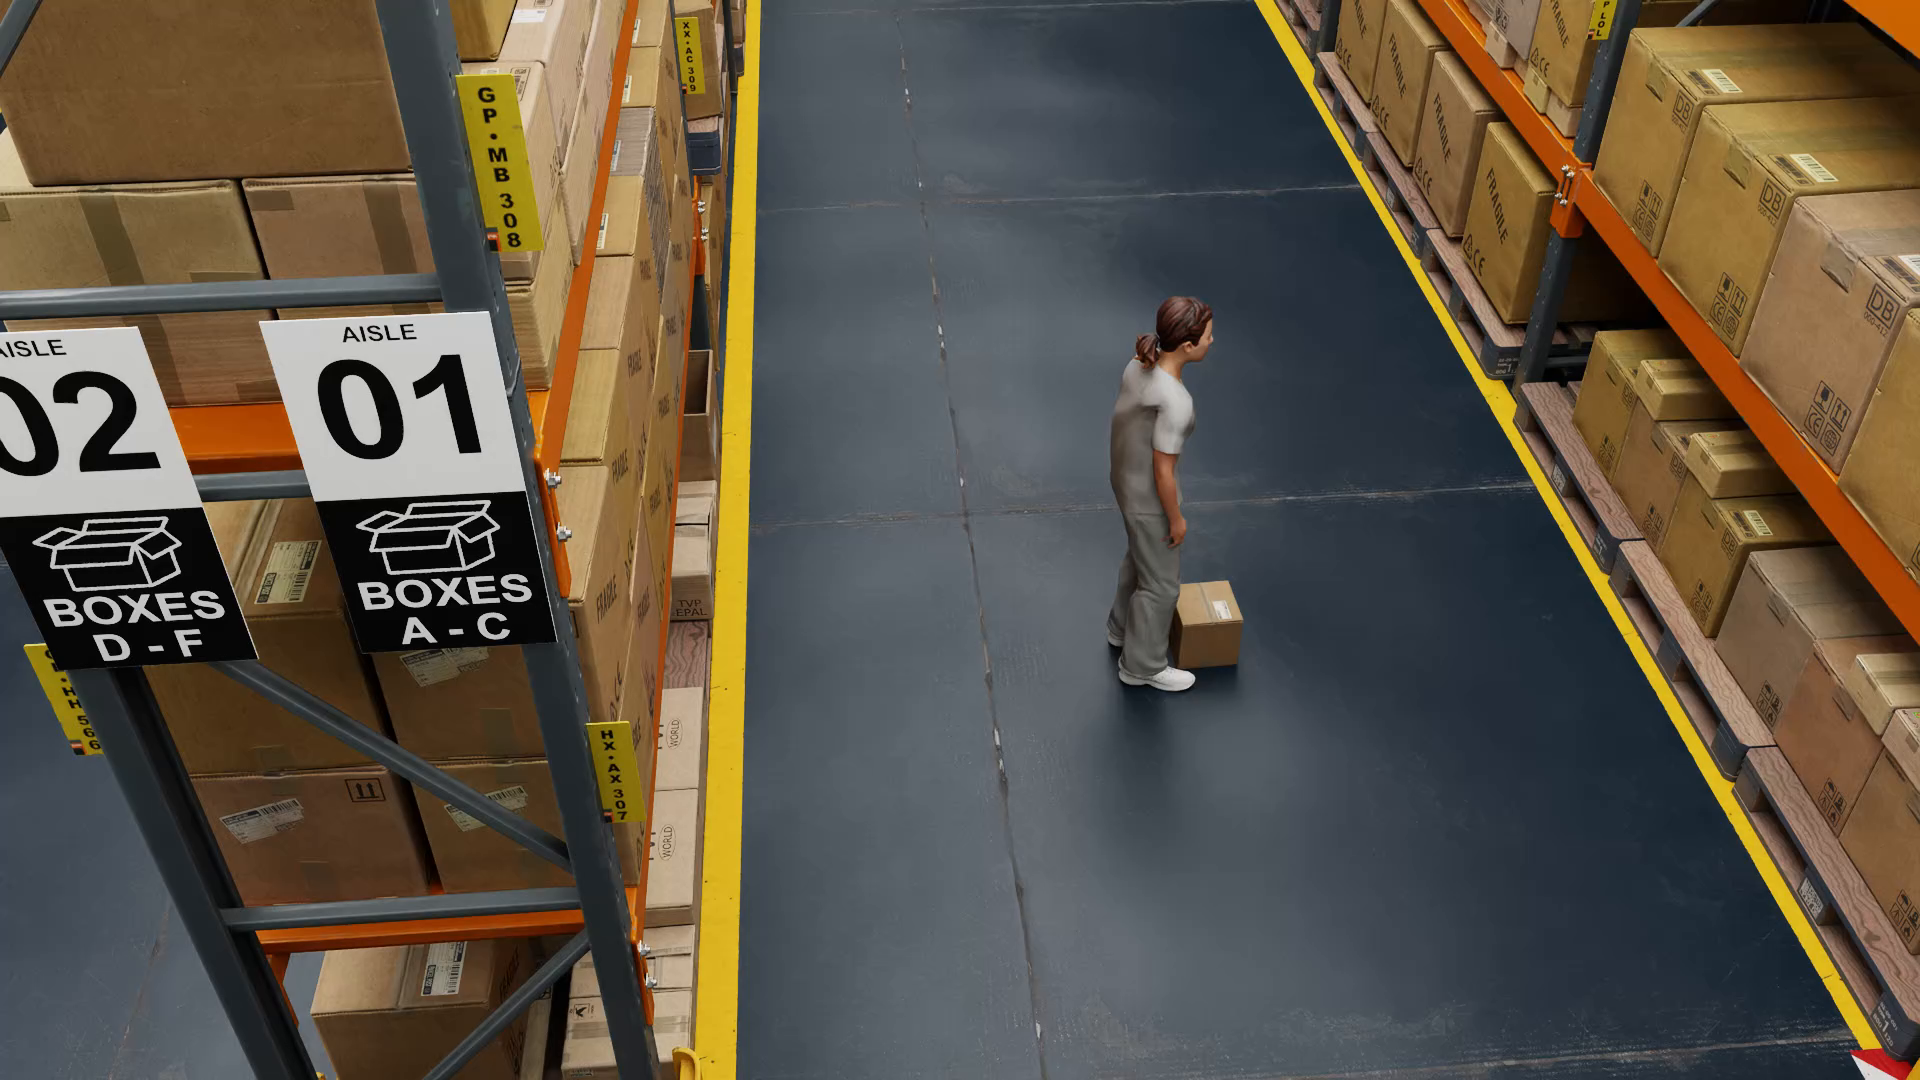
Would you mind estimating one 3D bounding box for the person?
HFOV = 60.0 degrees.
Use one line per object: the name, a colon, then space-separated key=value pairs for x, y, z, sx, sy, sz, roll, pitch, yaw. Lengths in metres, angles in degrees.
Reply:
person: x=0.755 y=-0.180 z=6.377 sx=0.363 sy=1.671 sz=0.511 roll=-5 pitch=40 yaw=-7
